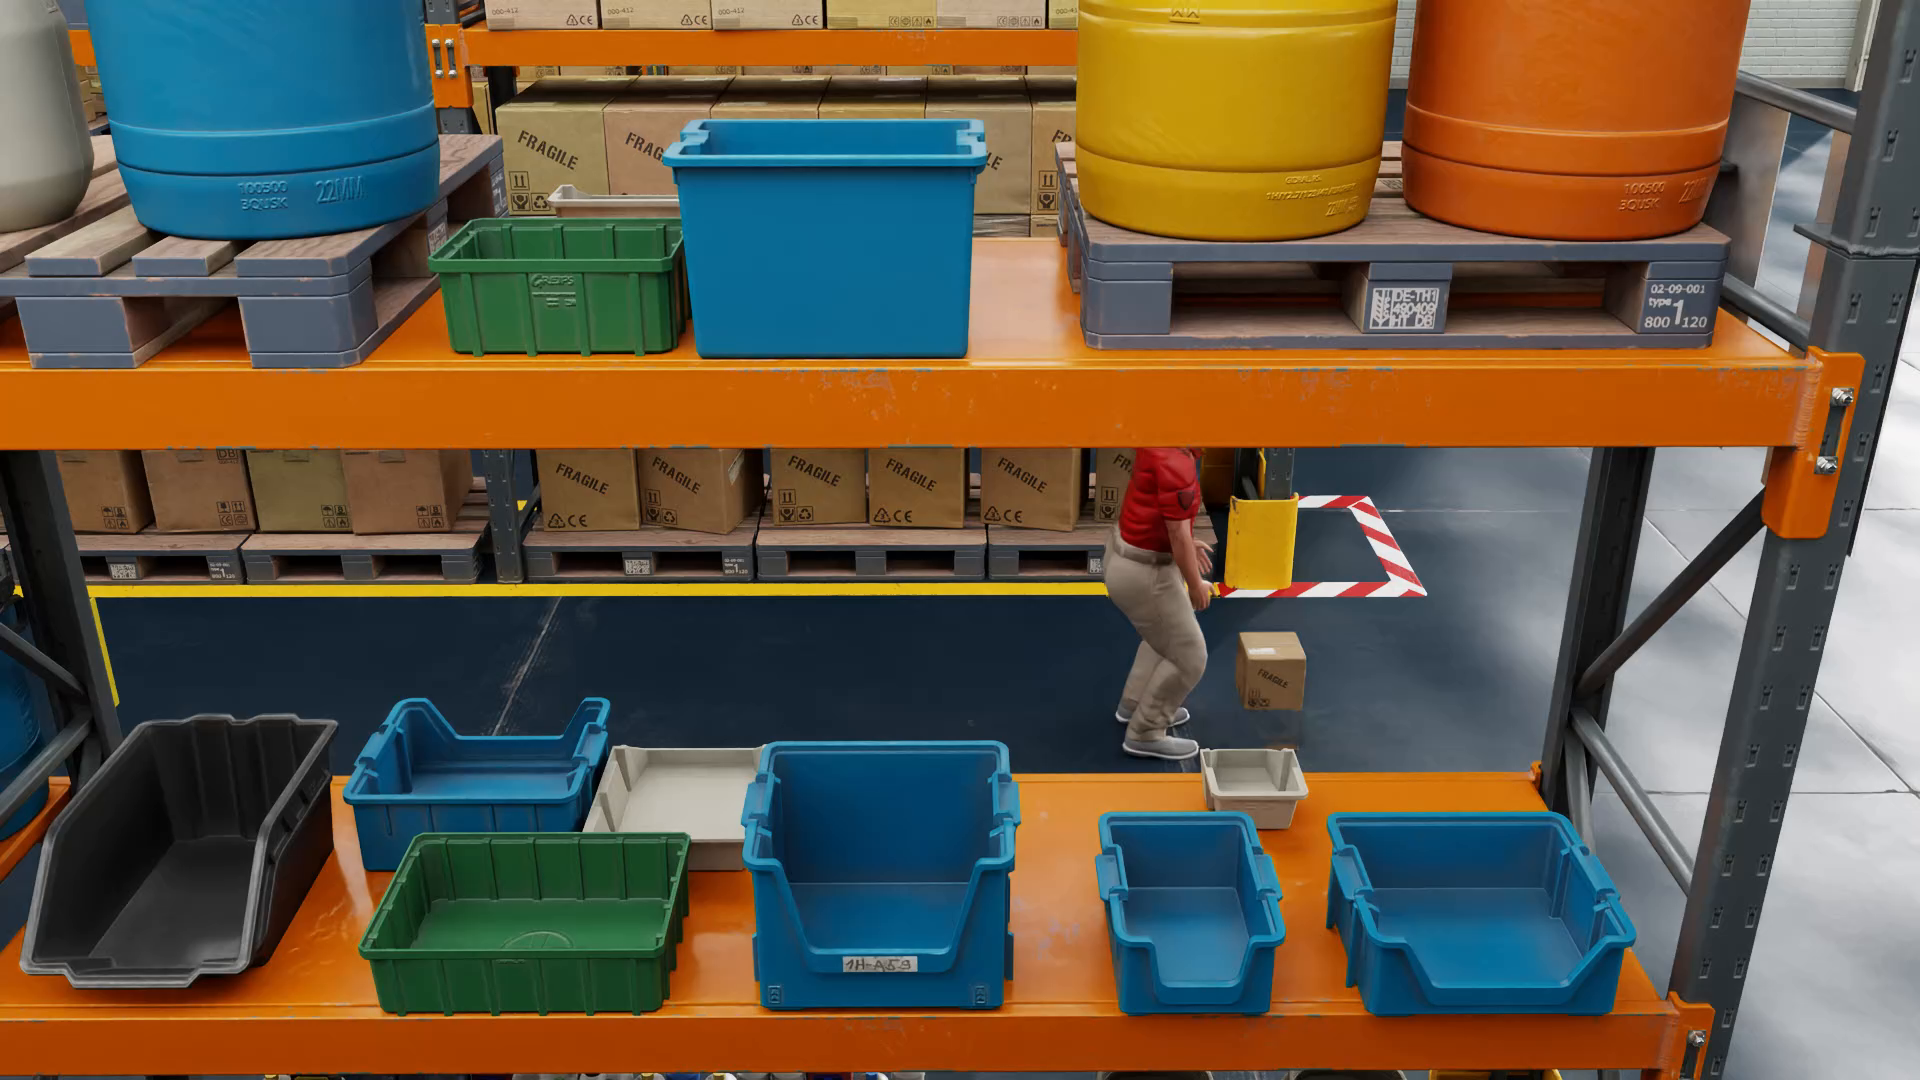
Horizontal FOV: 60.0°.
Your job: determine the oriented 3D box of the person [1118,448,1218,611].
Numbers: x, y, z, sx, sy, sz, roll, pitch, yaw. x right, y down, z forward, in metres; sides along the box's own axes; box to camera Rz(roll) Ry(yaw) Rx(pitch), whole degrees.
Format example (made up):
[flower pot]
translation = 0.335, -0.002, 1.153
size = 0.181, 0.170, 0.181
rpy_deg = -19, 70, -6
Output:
[person]
translation = 0.882, -0.196, 6.871
size = 0.446, 0.946, 0.571
rpy_deg = 0, 24, 1
